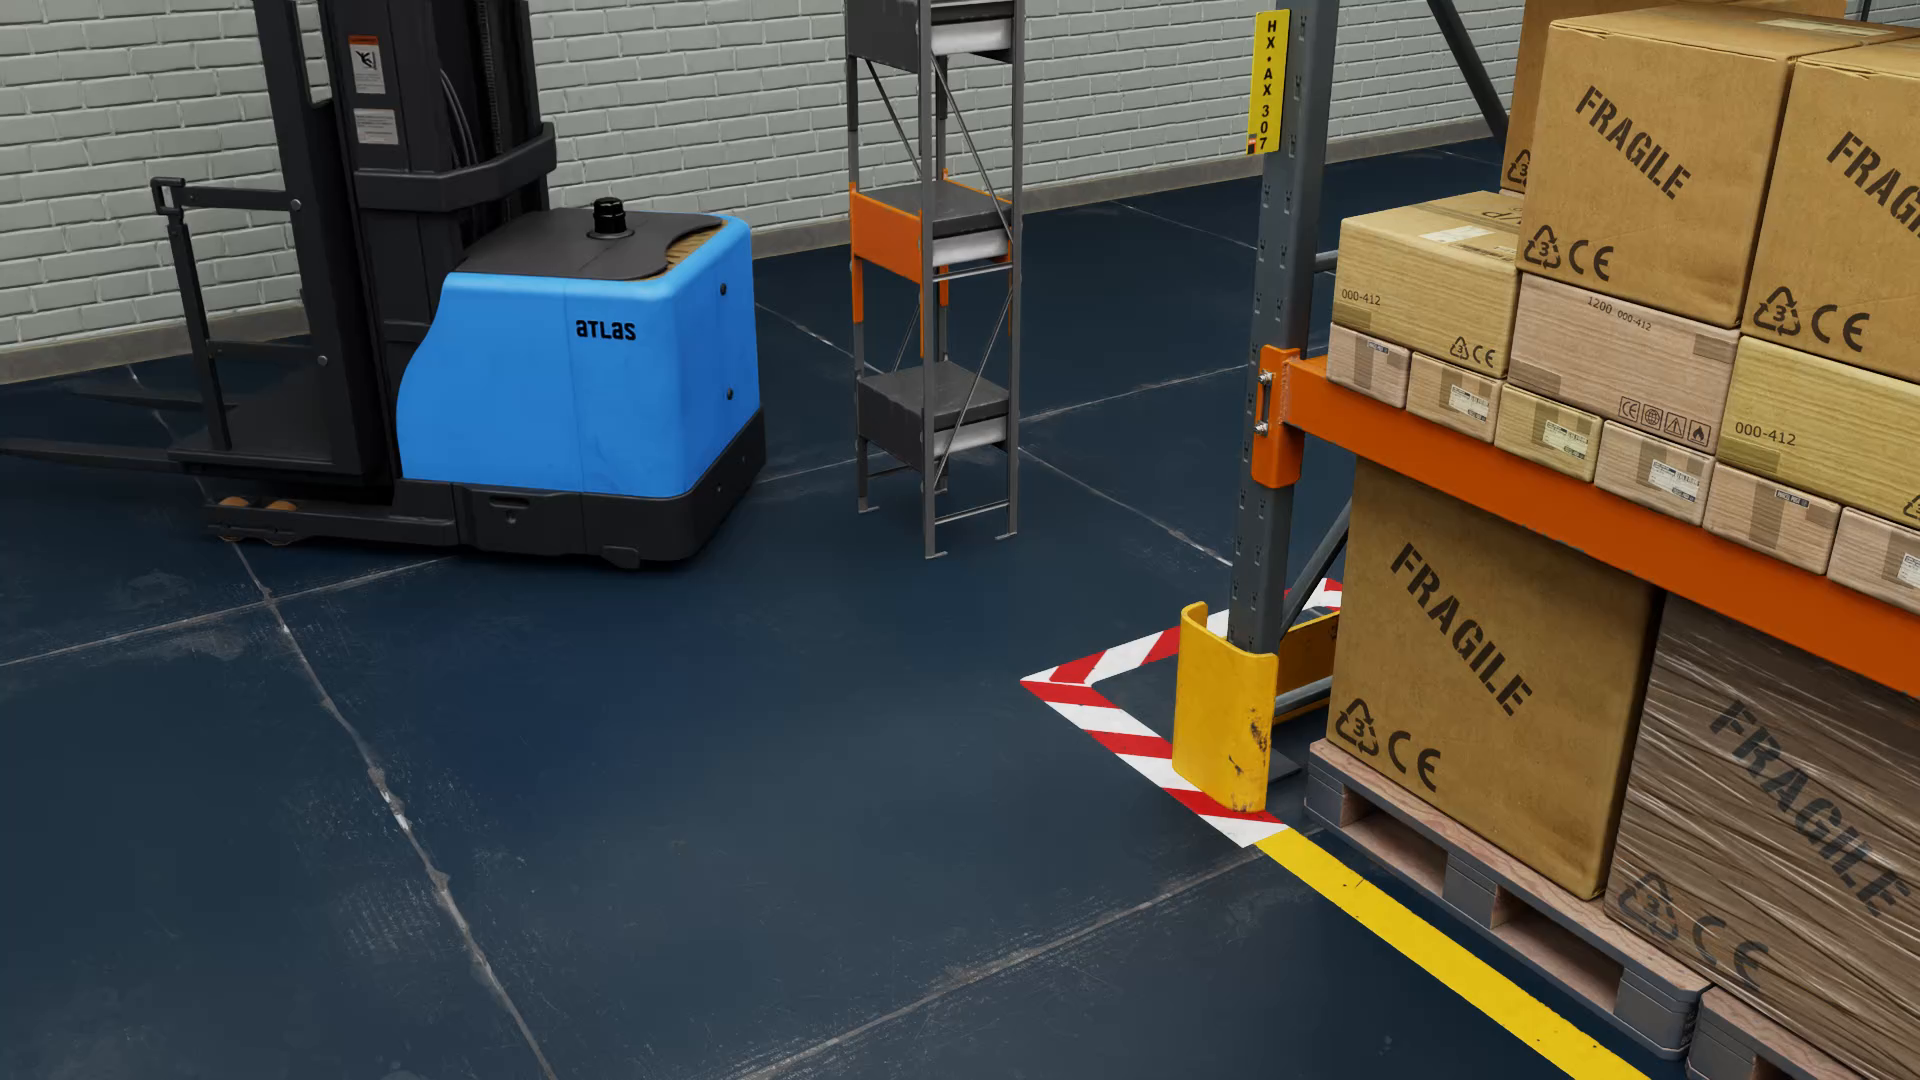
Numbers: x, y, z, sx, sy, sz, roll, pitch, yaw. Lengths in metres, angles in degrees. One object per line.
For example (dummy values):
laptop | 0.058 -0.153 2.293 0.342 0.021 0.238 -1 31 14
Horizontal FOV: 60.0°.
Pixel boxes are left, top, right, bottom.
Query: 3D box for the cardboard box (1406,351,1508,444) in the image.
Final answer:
cardboard box | 1.248 -0.363 3.799 0.380 0.149 0.250 -16 30 -30

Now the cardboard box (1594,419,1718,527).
cardboard box | 1.532 -0.178 3.408 0.380 0.149 0.250 -16 30 -30

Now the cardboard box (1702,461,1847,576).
cardboard box | 1.670 -0.087 3.215 0.380 0.149 0.250 -16 30 -31

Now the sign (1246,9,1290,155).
sign | 0.721 -1.072 3.899 0.100 0.325 0.005 -16 29 -30

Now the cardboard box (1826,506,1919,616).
cardboard box | 1.811 0.005 3.019 0.380 0.149 0.250 -16 30 -30

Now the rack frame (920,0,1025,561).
rack frame | 0.043 -0.921 5.742 0.400 2.100 0.015 -16 29 -30

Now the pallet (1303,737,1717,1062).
pallet | 1.692 0.757 4.399 1.003 0.211 1.213 -16 29 -30

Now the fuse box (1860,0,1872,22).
fuse box | 8.235 -4.947 14.725 0.539 1.711 0.414 -16 29 -30

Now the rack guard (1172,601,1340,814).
rack guard | 1.177 0.350 4.922 1.175 0.500 0.348 -16 29 -30

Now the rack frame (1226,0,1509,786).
rack frame | 1.190 -0.772 4.371 1.000 3.000 0.127 -16 29 -30

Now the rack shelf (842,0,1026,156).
rack shelf | -0.090 -1.629 5.634 0.431 0.518 0.480 -16 29 -30

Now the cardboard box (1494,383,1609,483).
cardboard box | 1.388 -0.271 3.605 0.380 0.149 0.250 -16 30 -31

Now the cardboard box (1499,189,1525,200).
cardboard box | 1.677 -0.727 4.103 0.500 0.250 0.500 -16 30 -30

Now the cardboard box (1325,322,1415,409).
cardboard box | 1.107 -0.454 3.992 0.380 0.149 0.250 -15 29 -29

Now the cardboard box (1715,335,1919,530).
cardboard box | 1.786 -0.239 3.069 0.500 0.250 0.500 -17 30 -31

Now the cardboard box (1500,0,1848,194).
cardboard box | 1.676 -1.064 3.940 0.500 0.500 0.500 -15 29 -29

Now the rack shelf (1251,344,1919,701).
rack shelf | 2.282 0.269 3.009 1.077 0.370 4.000 -16 29 -30

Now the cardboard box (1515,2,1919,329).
cardboard box | 1.498 -0.764 3.303 0.500 0.500 0.500 -16 30 -31

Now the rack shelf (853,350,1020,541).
rack shelf | -0.090 -0.363 6.232 0.431 0.518 0.480 -16 29 -30

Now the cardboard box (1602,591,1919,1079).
cardboard box | 2.103 0.535 3.600 0.875 0.875 0.875 -16 29 -30

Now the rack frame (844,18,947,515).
rack frame | -0.224 -1.096 6.112 0.400 2.100 0.015 -16 29 -30

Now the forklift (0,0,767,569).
forklift | -2.355 -1.517 6.031 3.031 2.935 1.130 5 26 10

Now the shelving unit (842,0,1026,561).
shelving unit | -0.090 -1.009 5.927 0.431 2.100 0.503 -16 29 -30

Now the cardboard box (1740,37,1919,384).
cardboard box | 1.786 -0.580 2.914 0.500 0.500 0.500 -16 30 -31

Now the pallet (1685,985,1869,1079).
pallet | 2.354 1.193 3.475 1.003 0.211 1.213 -16 29 -30

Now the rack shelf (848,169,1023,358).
rack shelf | -0.090 -0.996 5.933 0.431 0.518 0.480 -16 29 -30

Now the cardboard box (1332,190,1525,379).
cardboard box | 1.226 -0.604 3.842 0.500 0.250 0.500 -16 30 -31

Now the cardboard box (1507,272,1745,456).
cardboard box | 1.515 -0.419 3.452 0.500 0.250 0.500 -16 30 -30

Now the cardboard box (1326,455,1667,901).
cardboard box | 1.606 0.210 4.289 0.875 0.875 0.875 -16 29 -30
